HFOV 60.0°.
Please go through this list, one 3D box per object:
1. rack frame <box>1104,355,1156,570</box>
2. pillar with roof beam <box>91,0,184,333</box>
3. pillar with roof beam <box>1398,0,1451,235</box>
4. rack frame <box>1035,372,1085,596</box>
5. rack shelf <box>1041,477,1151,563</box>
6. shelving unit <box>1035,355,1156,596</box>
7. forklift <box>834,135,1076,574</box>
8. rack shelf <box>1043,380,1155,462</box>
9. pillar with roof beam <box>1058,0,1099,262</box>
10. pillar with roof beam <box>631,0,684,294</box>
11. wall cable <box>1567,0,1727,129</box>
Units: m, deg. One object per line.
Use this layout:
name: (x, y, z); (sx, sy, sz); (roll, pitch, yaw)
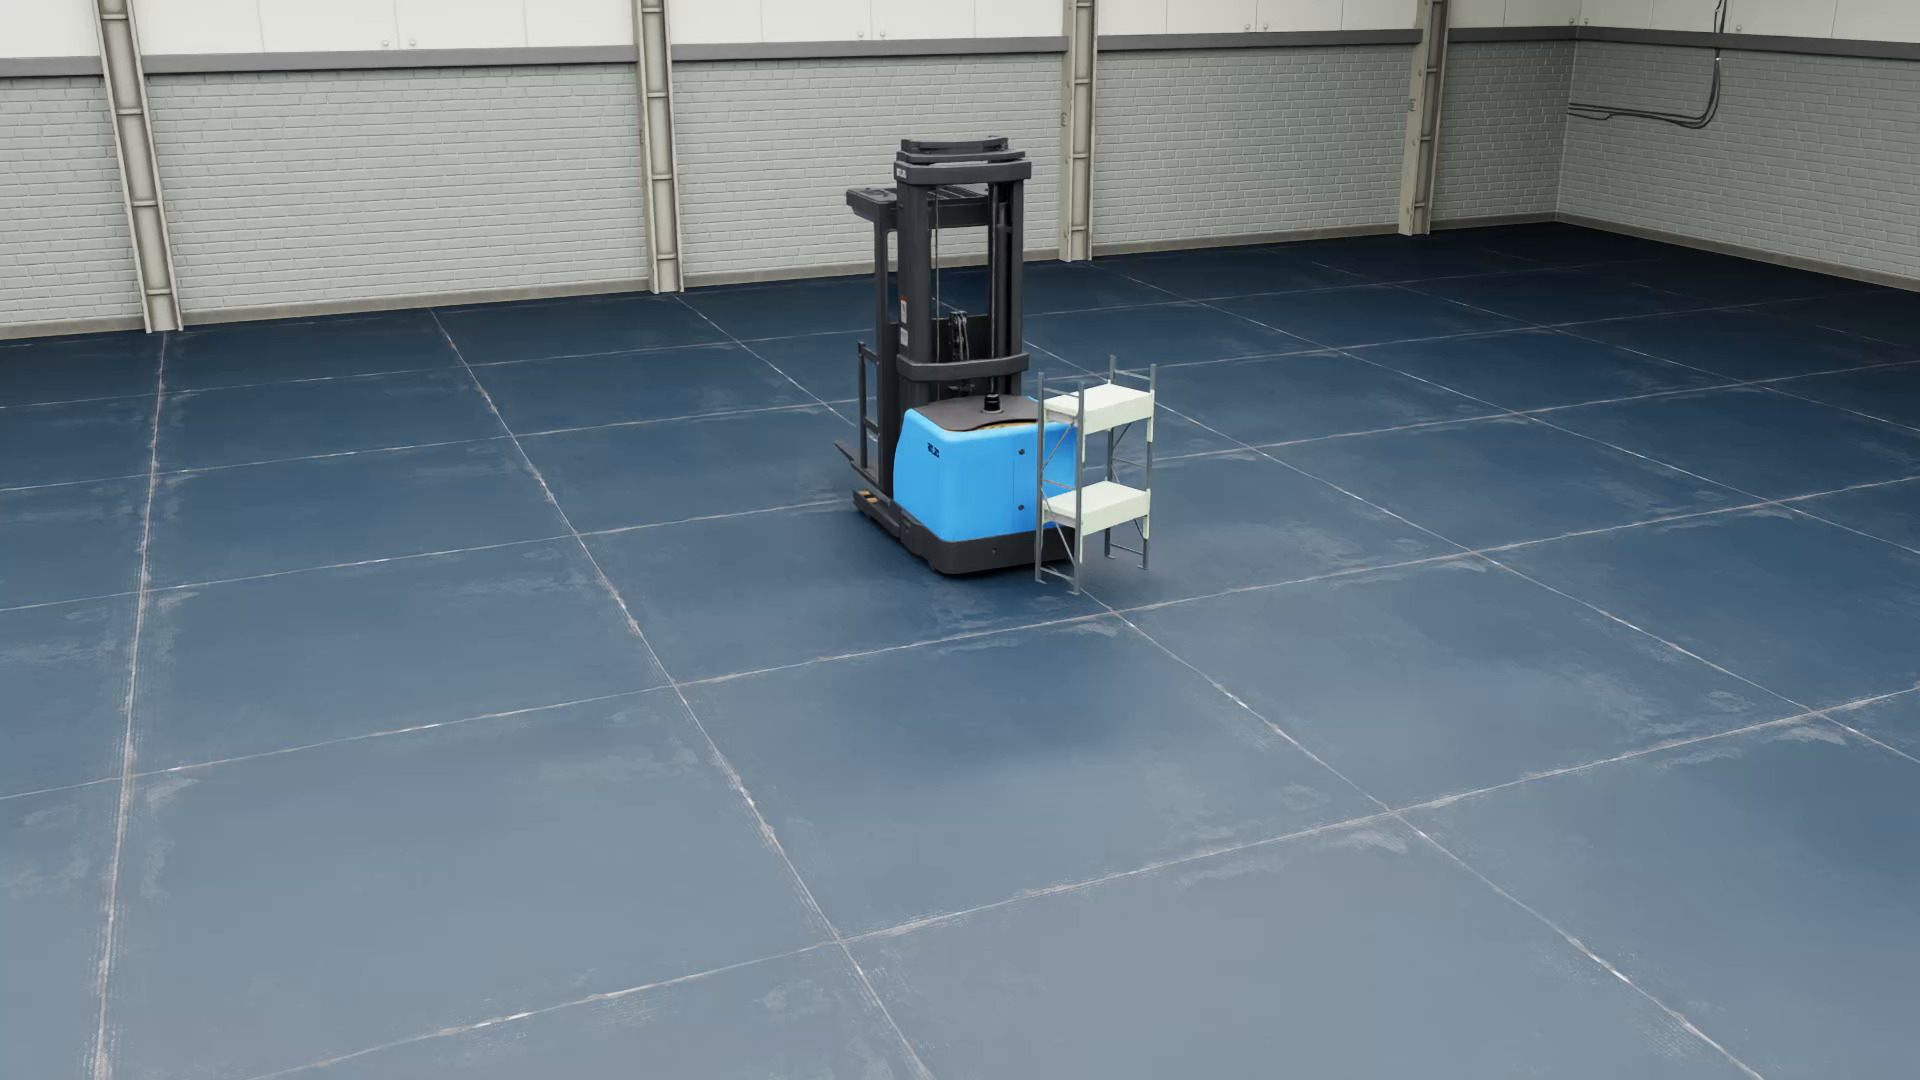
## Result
rack frame: (1.203, -0.542, 11.802); (0.023, 1.500, 0.400); (-18, 26, -41)
pillar with roof beam: (-7.652, -5.415, 14.352); (0.400, 9.000, 9.100); (-8, 21, -22)
pillar with roof beam: (8.876, -7.783, 21.077); (0.400, 9.000, 9.100); (-8, 21, -22)
rack frame: (0.676, -0.373, 11.323); (0.023, 1.500, 0.400); (-18, 26, -41)
rack shelf: (0.939, -0.150, 11.671); (0.720, 0.370, 0.431); (-18, 26, -41)
shelving unit: (0.939, -0.457, 11.563); (0.755, 1.500, 0.431); (-18, 26, -41)
forklift: (-0.195, -1.596, 12.642); (1.130, 2.935, 3.031); (-8, 21, -21)
rack shelf: (0.939, -0.825, 11.433); (0.720, 0.370, 0.431); (-18, 26, -41)
pillar with roof beam: (3.367, -6.994, 18.835); (0.400, 9.000, 9.100); (-8, 21, -22)
pillar with roof beam: (-2.143, -6.204, 16.594); (0.400, 9.000, 9.100); (-8, 21, -22)
wall cable: (10.399, -7.616, 25.277); (0.112, 2.526, 3.097); (-8, 21, -22)
